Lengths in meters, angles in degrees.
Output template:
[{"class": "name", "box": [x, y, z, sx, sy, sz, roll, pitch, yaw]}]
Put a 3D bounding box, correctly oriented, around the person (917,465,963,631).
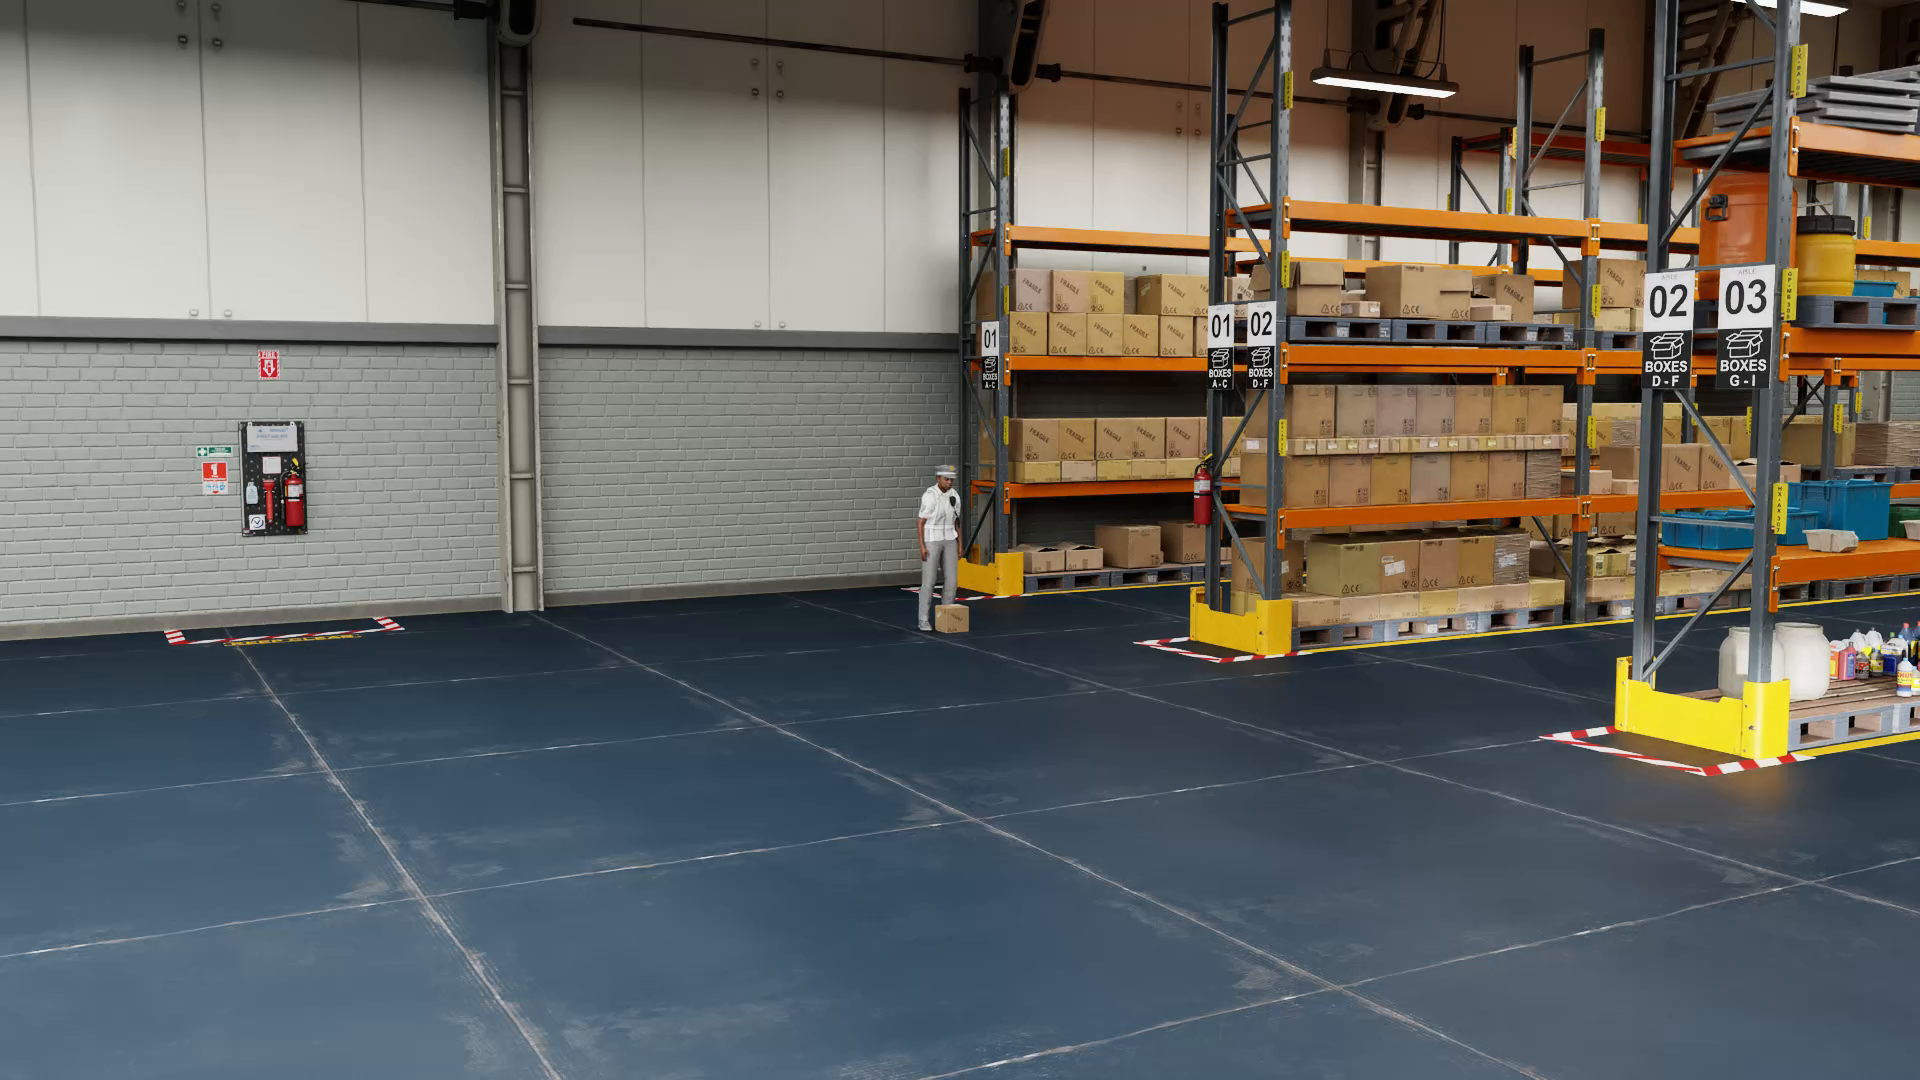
[{"class": "person", "box": [-0.201, 0.068, 16.761, 0.518, 1.658, 0.400, -3, 6, -30]}]
